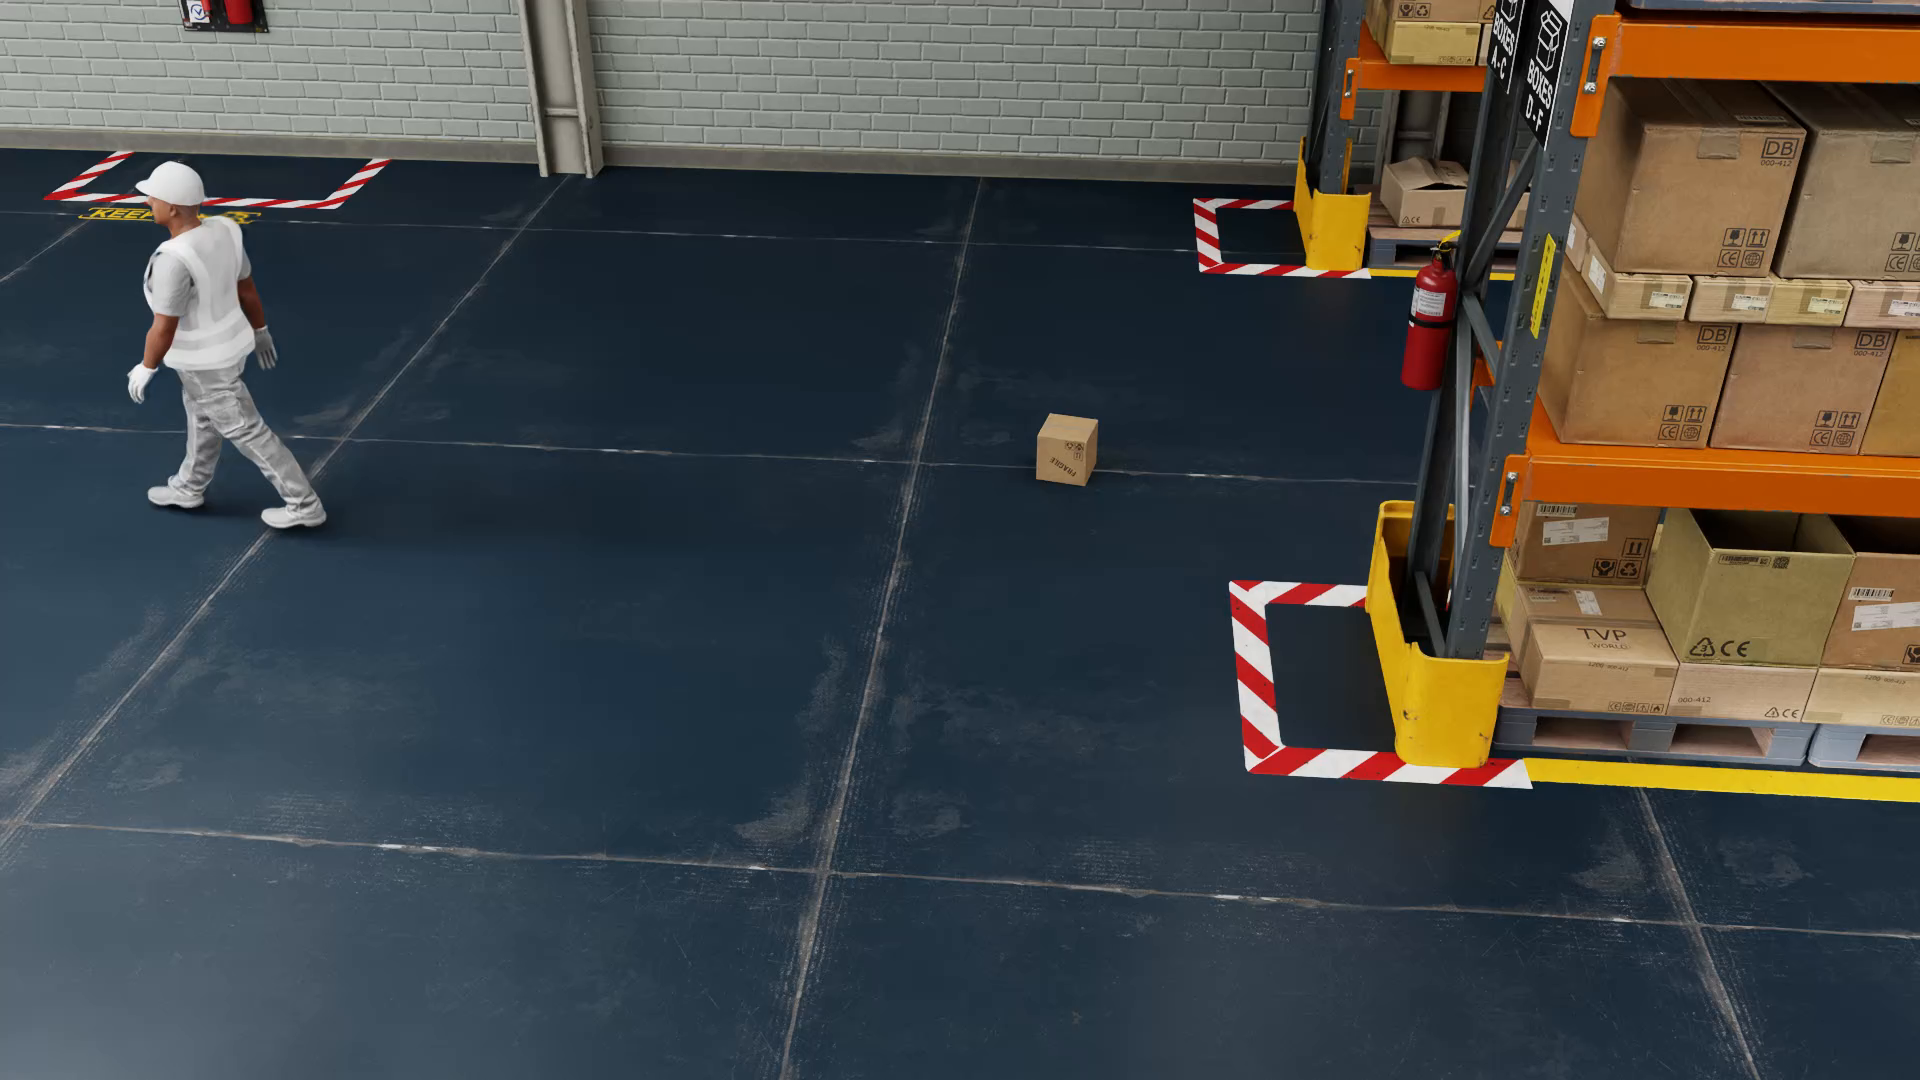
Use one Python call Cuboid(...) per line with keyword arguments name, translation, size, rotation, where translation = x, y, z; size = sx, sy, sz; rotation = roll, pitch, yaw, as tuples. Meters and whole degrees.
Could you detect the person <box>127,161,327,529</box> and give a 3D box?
Cuboid(name="person", translation=(-3.466, -0.846, 7.454), size=(0.956, 1.736, 0.599), rotation=(2, 32, 3))
